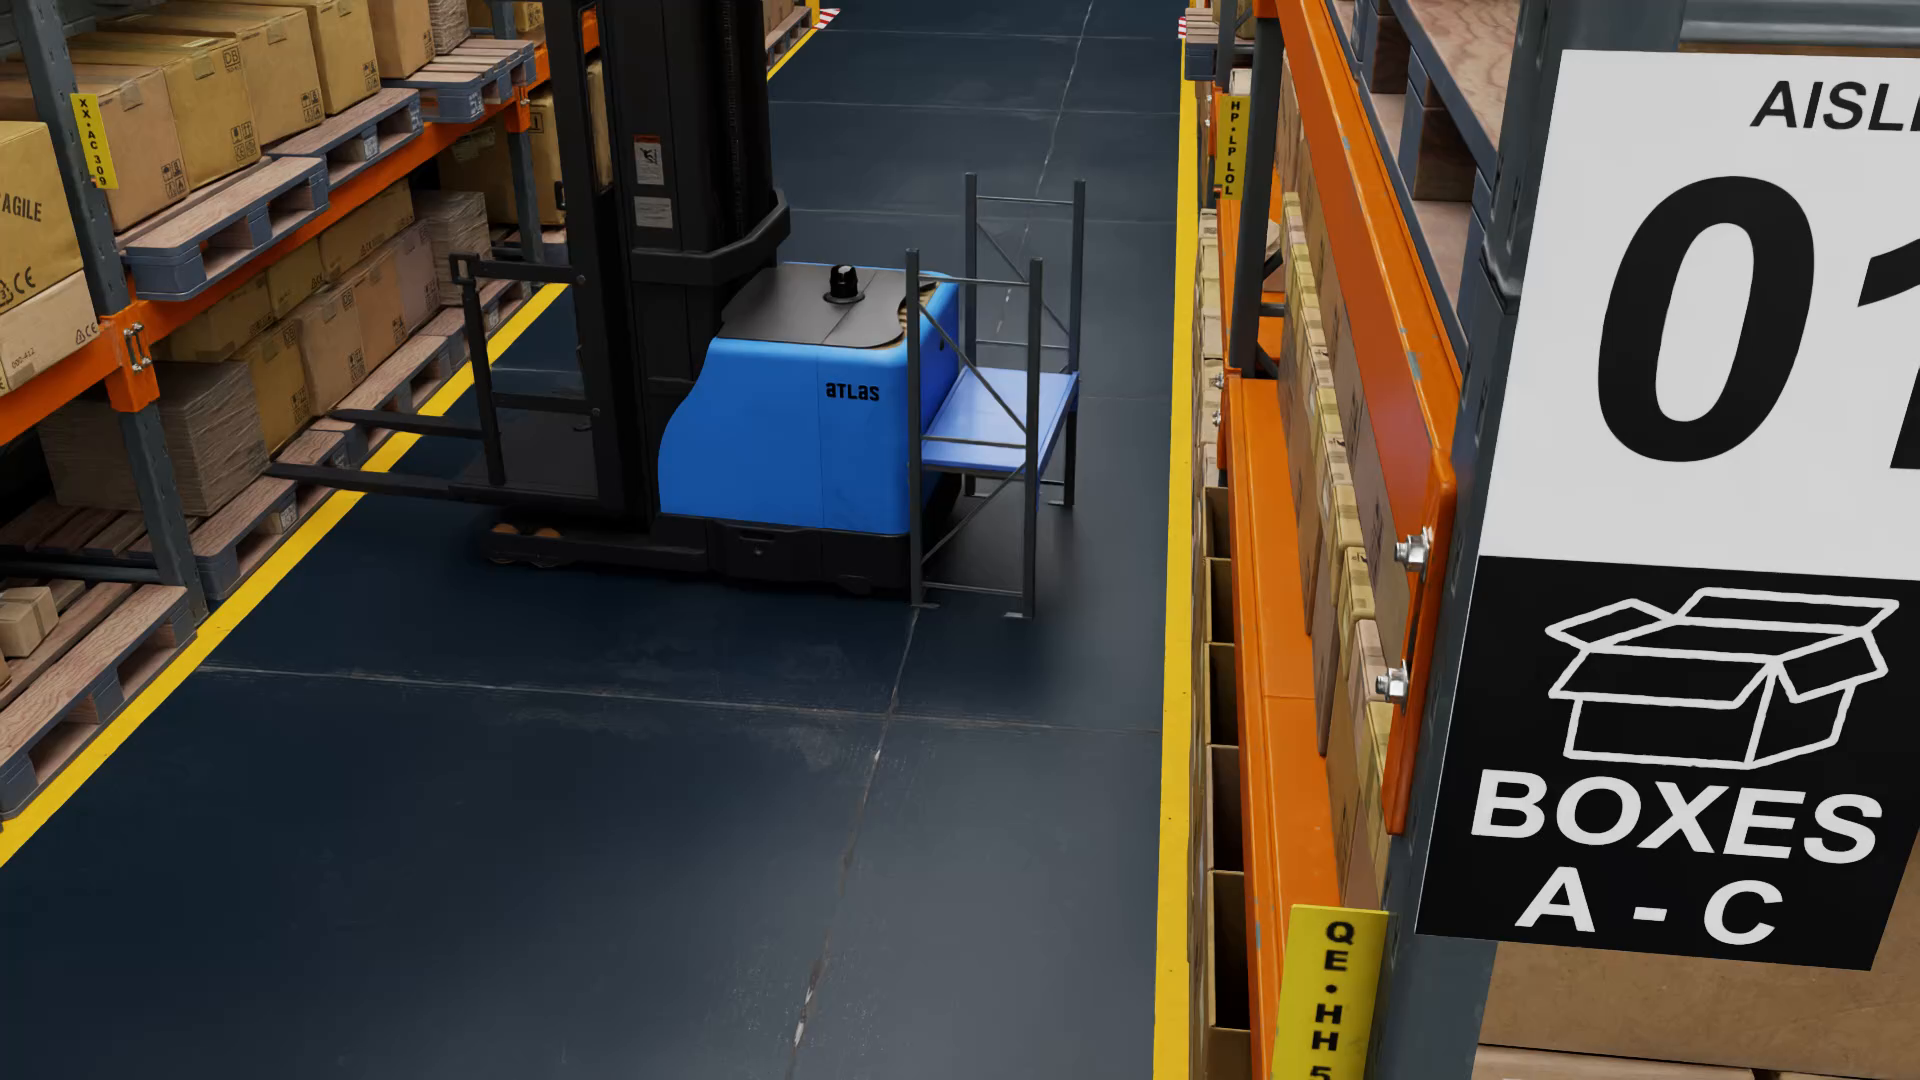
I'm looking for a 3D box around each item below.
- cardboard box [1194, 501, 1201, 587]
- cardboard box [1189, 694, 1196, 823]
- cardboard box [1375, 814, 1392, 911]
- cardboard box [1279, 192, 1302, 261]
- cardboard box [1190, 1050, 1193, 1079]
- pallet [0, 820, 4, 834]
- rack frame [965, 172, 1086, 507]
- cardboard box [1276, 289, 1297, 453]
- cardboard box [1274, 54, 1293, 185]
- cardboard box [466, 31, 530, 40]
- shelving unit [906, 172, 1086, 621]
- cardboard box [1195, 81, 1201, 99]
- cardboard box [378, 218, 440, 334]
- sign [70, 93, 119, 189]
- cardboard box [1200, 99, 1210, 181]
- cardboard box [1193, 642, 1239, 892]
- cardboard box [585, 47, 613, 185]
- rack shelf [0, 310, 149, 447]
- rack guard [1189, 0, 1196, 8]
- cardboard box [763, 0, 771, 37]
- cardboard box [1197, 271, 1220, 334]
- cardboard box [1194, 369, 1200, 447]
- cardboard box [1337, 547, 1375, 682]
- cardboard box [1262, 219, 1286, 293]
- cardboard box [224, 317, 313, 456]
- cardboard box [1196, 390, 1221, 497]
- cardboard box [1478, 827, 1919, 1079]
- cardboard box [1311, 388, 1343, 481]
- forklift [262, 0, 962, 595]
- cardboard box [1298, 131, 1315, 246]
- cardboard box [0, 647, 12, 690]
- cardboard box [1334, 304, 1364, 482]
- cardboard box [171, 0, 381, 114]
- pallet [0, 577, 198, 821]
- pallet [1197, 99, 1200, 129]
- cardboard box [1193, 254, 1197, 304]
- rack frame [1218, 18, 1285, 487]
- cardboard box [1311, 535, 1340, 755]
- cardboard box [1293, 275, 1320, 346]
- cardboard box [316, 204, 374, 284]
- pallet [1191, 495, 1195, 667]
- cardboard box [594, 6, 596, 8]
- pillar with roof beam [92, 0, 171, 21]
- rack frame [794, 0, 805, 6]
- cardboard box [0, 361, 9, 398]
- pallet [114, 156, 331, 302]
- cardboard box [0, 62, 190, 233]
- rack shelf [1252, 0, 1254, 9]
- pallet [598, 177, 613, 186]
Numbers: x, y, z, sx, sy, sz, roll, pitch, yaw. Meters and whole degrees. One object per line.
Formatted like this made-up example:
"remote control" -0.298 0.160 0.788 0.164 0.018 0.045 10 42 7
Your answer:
"cardboard box" 1.162 0.084 6.388 0.500 0.250 0.500 3 28 6
"cardboard box" 0.974 0.731 5.186 0.500 0.250 0.500 3 28 6
"cardboard box" 0.797 0.509 2.353 0.380 0.149 0.250 4 29 7
"cardboard box" 1.173 -0.944 5.051 0.380 0.149 0.250 3 28 6
"cardboard box" 0.790 1.437 3.876 0.500 0.250 0.500 3 28 6
"pallet" -3.713 1.106 4.975 1.003 0.211 1.213 3 28 6
"rack frame" 0.270 -0.842 7.231 0.500 1.500 0.032 6 29 11
"cardboard box" 1.350 -0.565 5.030 0.700 0.500 0.500 3 28 5
"cardboard box" 1.699 -1.866 7.446 0.500 0.500 0.500 2 28 3
"cardboard box" -2.758 -2.939 9.786 0.380 0.149 0.250 3 28 5
"shelving unit" 0.160 -0.606 6.794 0.538 1.500 1.048 6 29 11
"cardboard box" 2.167 -3.874 13.449 0.500 0.500 0.500 3 28 6
"cardboard box" -3.243 -1.414 8.885 0.700 0.500 0.500 3 28 6
"sign" -2.979 -1.369 5.716 0.100 0.325 0.005 3 28 6
"cardboard box" 1.892 -2.651 11.180 0.500 0.500 0.500 2 28 4
"cardboard box" 0.908 0.636 4.572 0.500 0.500 0.500 3 28 6
"cardboard box" -2.694 -2.888 11.272 0.750 0.750 0.750 3 28 6
"rack shelf" -3.763 0.242 4.397 1.077 0.370 4.000 3 28 6
"rack guard" 2.859 -5.242 16.454 1.175 0.500 0.348 3 28 6
"cardboard box" -2.157 -4.941 15.452 0.700 0.500 0.500 2 28 5
"cardboard box" 1.412 -1.117 8.026 0.500 0.311 0.500 3 28 5
"cardboard box" 1.351 -0.635 7.722 0.500 0.250 0.500 4 29 7
"cardboard box" 0.893 0.147 3.025 0.380 0.149 0.250 4 29 8
"cardboard box" 1.324 -1.095 6.262 0.396 0.266 0.258 3 28 5
"cardboard box" -3.431 -0.703 7.564 0.700 0.500 0.500 3 28 5
"cardboard box" 1.221 -0.404 6.702 0.500 0.311 0.500 4 29 8
"cardboard box" 0.985 0.294 2.069 0.700 0.500 0.500 3 29 6
"cardboard box" 0.987 -0.215 3.697 0.380 0.149 0.250 3 28 6
"forklift" -1.563 -1.409 6.776 3.031 2.935 1.130 6 29 10
"cardboard box" 1.350 -1.136 4.722 0.700 0.500 0.500 3 29 6
"cardboard box" -3.606 0.382 5.551 0.500 0.500 0.500 1 28 2
"cardboard box" 1.166 -0.427 3.407 0.700 0.500 0.500 3 28 6
"cardboard box" -3.207 -2.327 7.838 0.700 0.500 0.500 3 28 6
"pallet" -3.566 0.530 6.044 1.003 0.211 1.213 3 28 6
"pallet" 2.464 -3.591 13.694 1.003 0.211 1.213 3 28 6
"cardboard box" 1.533 -1.358 9.064 0.500 0.250 0.500 3 28 6
"rack frame" 1.398 -0.730 5.442 1.000 3.000 0.127 3 28 6
"cardboard box" 1.165 0.161 3.683 0.700 0.500 0.500 4 29 8
"cardboard box" 1.082 -0.581 4.377 0.380 0.149 0.250 3 28 6
"cardboard box" -3.255 -1.473 8.203 0.500 0.250 0.500 3 28 6
"pallet" 1.450 0.149 6.752 1.003 0.211 1.213 3 28 6
"cardboard box" -2.581 -3.661 11.127 0.380 0.149 0.250 4 29 6
"pillar with roof beam" 0.226 -4.728 6.539 9.100 9.000 0.400 3 28 6
"rack frame" -2.048 -6.665 16.458 1.000 3.000 0.127 3 28 6
"cardboard box" -3.345 -0.484 5.123 0.500 0.250 0.500 3 29 6
"pallet" -3.280 -1.283 6.671 1.003 0.211 1.213 3 28 6
"cardboard box" -3.422 -1.491 6.286 0.700 0.500 0.500 3 29 6
"rack shelf" 1.643 -2.675 6.649 1.077 0.370 4.000 3 28 6
"pallet" -2.705 -2.611 11.873 1.003 0.211 1.213 3 28 6
